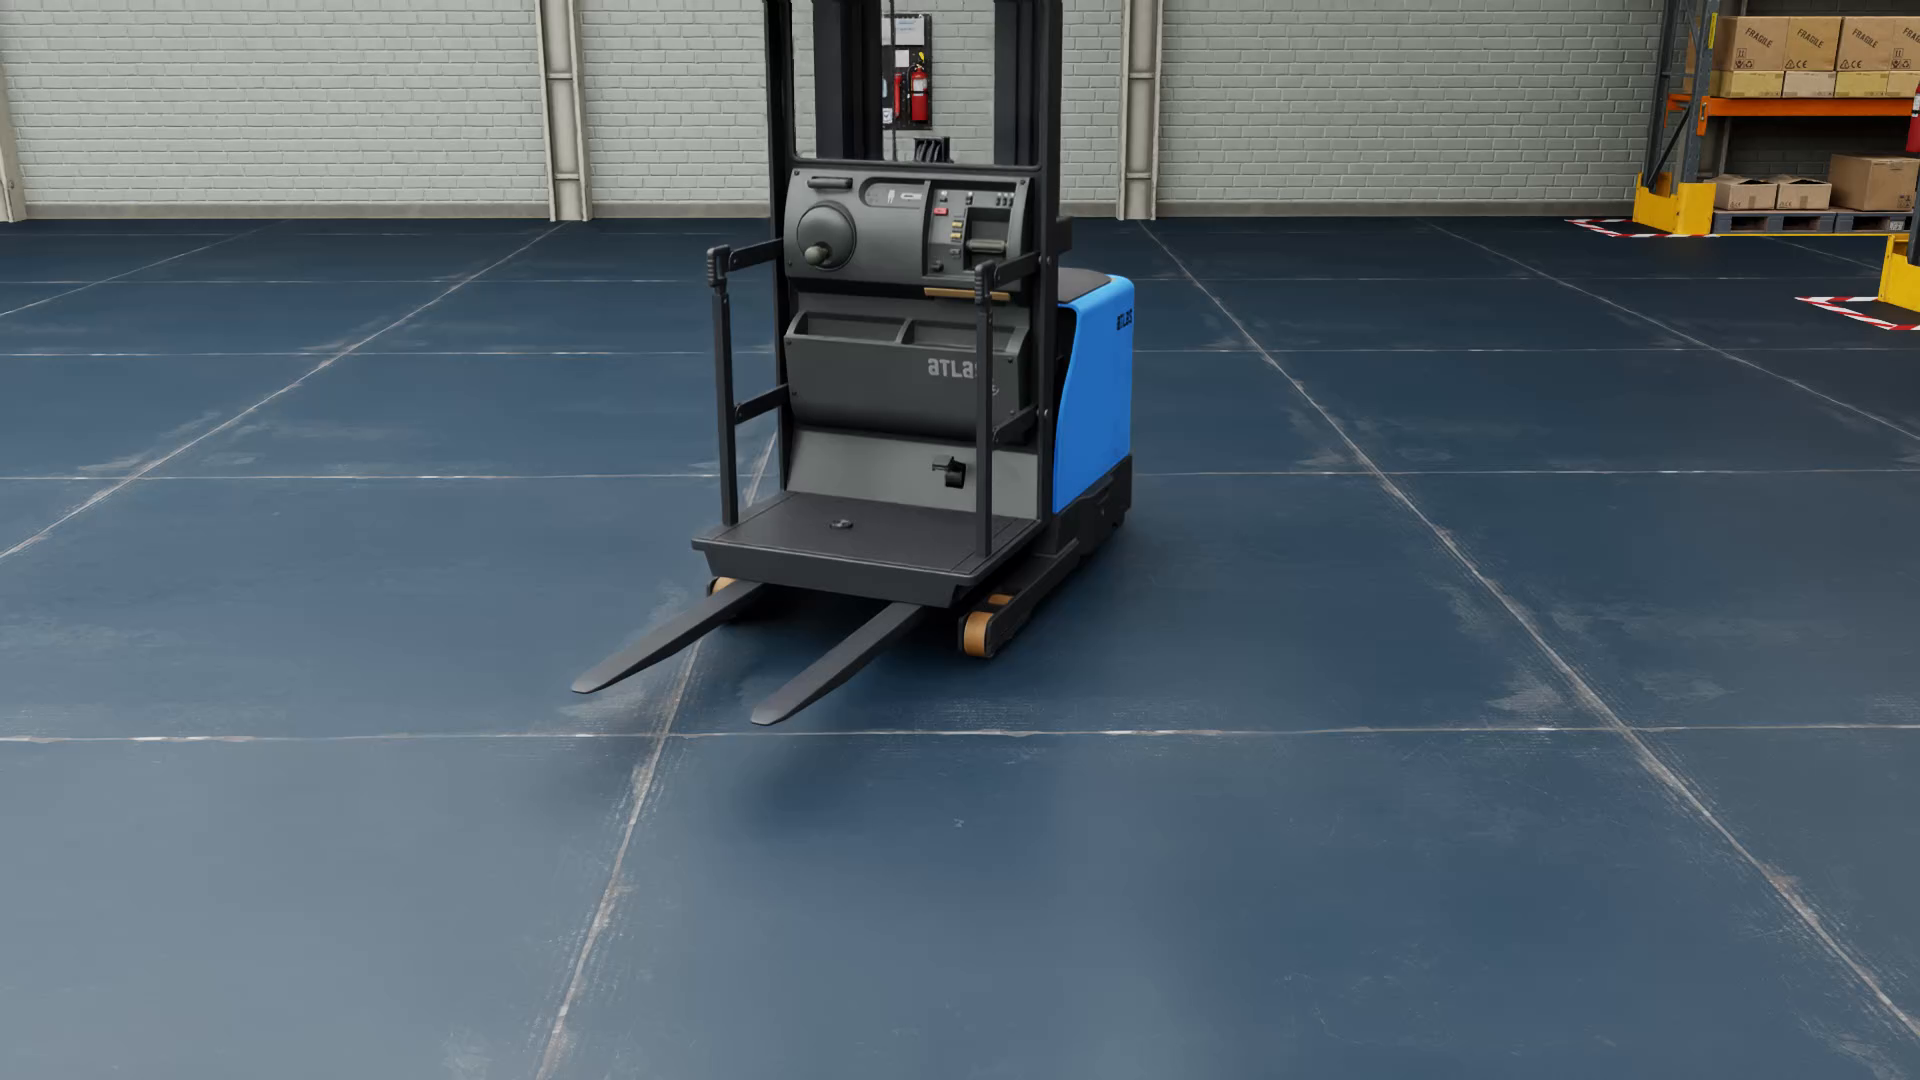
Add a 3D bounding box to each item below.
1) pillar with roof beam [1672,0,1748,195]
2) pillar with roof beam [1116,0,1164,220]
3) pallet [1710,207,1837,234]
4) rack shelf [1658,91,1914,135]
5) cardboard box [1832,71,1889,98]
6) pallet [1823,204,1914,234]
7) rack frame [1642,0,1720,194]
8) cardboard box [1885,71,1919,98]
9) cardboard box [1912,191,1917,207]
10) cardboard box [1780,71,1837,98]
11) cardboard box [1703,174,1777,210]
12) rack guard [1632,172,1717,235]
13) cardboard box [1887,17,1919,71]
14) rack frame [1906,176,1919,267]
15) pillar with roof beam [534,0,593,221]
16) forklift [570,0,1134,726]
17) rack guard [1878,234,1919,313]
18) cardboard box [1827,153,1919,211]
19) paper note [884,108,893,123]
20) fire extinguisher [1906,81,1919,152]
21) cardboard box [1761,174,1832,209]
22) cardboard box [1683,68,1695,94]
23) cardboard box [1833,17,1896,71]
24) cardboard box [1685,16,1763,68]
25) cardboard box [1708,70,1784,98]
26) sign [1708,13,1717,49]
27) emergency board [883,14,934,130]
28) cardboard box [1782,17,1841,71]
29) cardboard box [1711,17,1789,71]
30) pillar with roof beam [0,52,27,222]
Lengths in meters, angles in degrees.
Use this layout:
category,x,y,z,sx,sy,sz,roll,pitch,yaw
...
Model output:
category,x,y,z,sx,sy,sz,roll,pitch,yaw
pillar with roof beam,7.943,-6.435,12.377,0.400,9.000,9.100,0,18,-1
pillar with roof beam,1.944,-6.406,12.286,0.400,9.000,9.100,0,18,-1
pallet,8.078,-3.292,16.963,1.213,0.211,1.003,0,18,-1
rack shelf,9.189,-4.293,16.698,4.000,0.370,1.077,0,18,-1
cardboard box,8.710,-4.477,16.306,0.500,0.250,0.500,-1,18,-2
pallet,9.294,-3.297,16.979,1.213,0.211,1.003,0,18,-1
rack frame,7.189,-4.626,16.558,0.127,3.000,1.000,0,18,-1
cardboard box,9.216,-4.479,16.311,0.500,0.250,0.500,0,18,0
cardboard box,9.589,-3.496,16.981,0.250,0.149,0.380,-2,18,-5
cardboard box,8.201,-4.476,16.304,0.500,0.250,0.500,-1,18,-3
cardboard box,7.882,-3.531,16.826,0.500,0.311,0.500,-2,18,-7
rack guard,7.265,-3.436,16.941,0.348,0.500,1.175,0,18,-1
cardboard box,9.198,-4.838,16.203,0.500,0.500,0.500,0,18,1
rack frame,7.271,-3.113,11.841,0.127,3.000,1.000,0,18,-1
pillar with roof beam,-4.055,-6.377,12.196,0.400,9.000,9.100,0,18,-1
forklift,-0.278,-1.129,5.769,1.130,2.935,3.031,7,19,21
rack guard,7.247,-1.923,12.223,0.348,0.500,1.175,0,18,-1
cardboard box,9.186,-3.612,16.769,0.500,0.500,0.700,-1,18,-4
paper note,-0.774,-4.465,17.498,0.142,0.148,0.016,0,18,-1
fire extinguisher,7.145,-3.218,12.294,0.183,0.674,0.296,0,18,-1
cardboard box,8.452,-3.534,16.834,0.500,0.311,0.500,1,18,4
cardboard box,7.653,-4.626,16.769,0.500,0.250,0.500,0,18,0
cardboard box,8.682,-4.832,16.184,0.500,0.500,0.500,-1,18,-3
cardboard box,7.657,-4.988,16.672,0.500,0.500,0.500,0,18,-1
cardboard box,7.682,-4.469,16.283,0.500,0.250,0.500,-1,18,-2
sign,7.198,-4.872,15.909,0.005,0.325,0.100,0,18,-1
emergency board,-0.596,-4.864,17.301,0.643,1.169,0.194,0,18,-1
cardboard box,8.165,-4.831,16.182,0.500,0.500,0.500,0,18,-1
cardboard box,7.671,-4.832,16.184,0.500,0.500,0.500,0,18,-1
pillar with roof beam,-10.055,-6.349,12.106,0.400,9.000,9.100,0,18,-1
